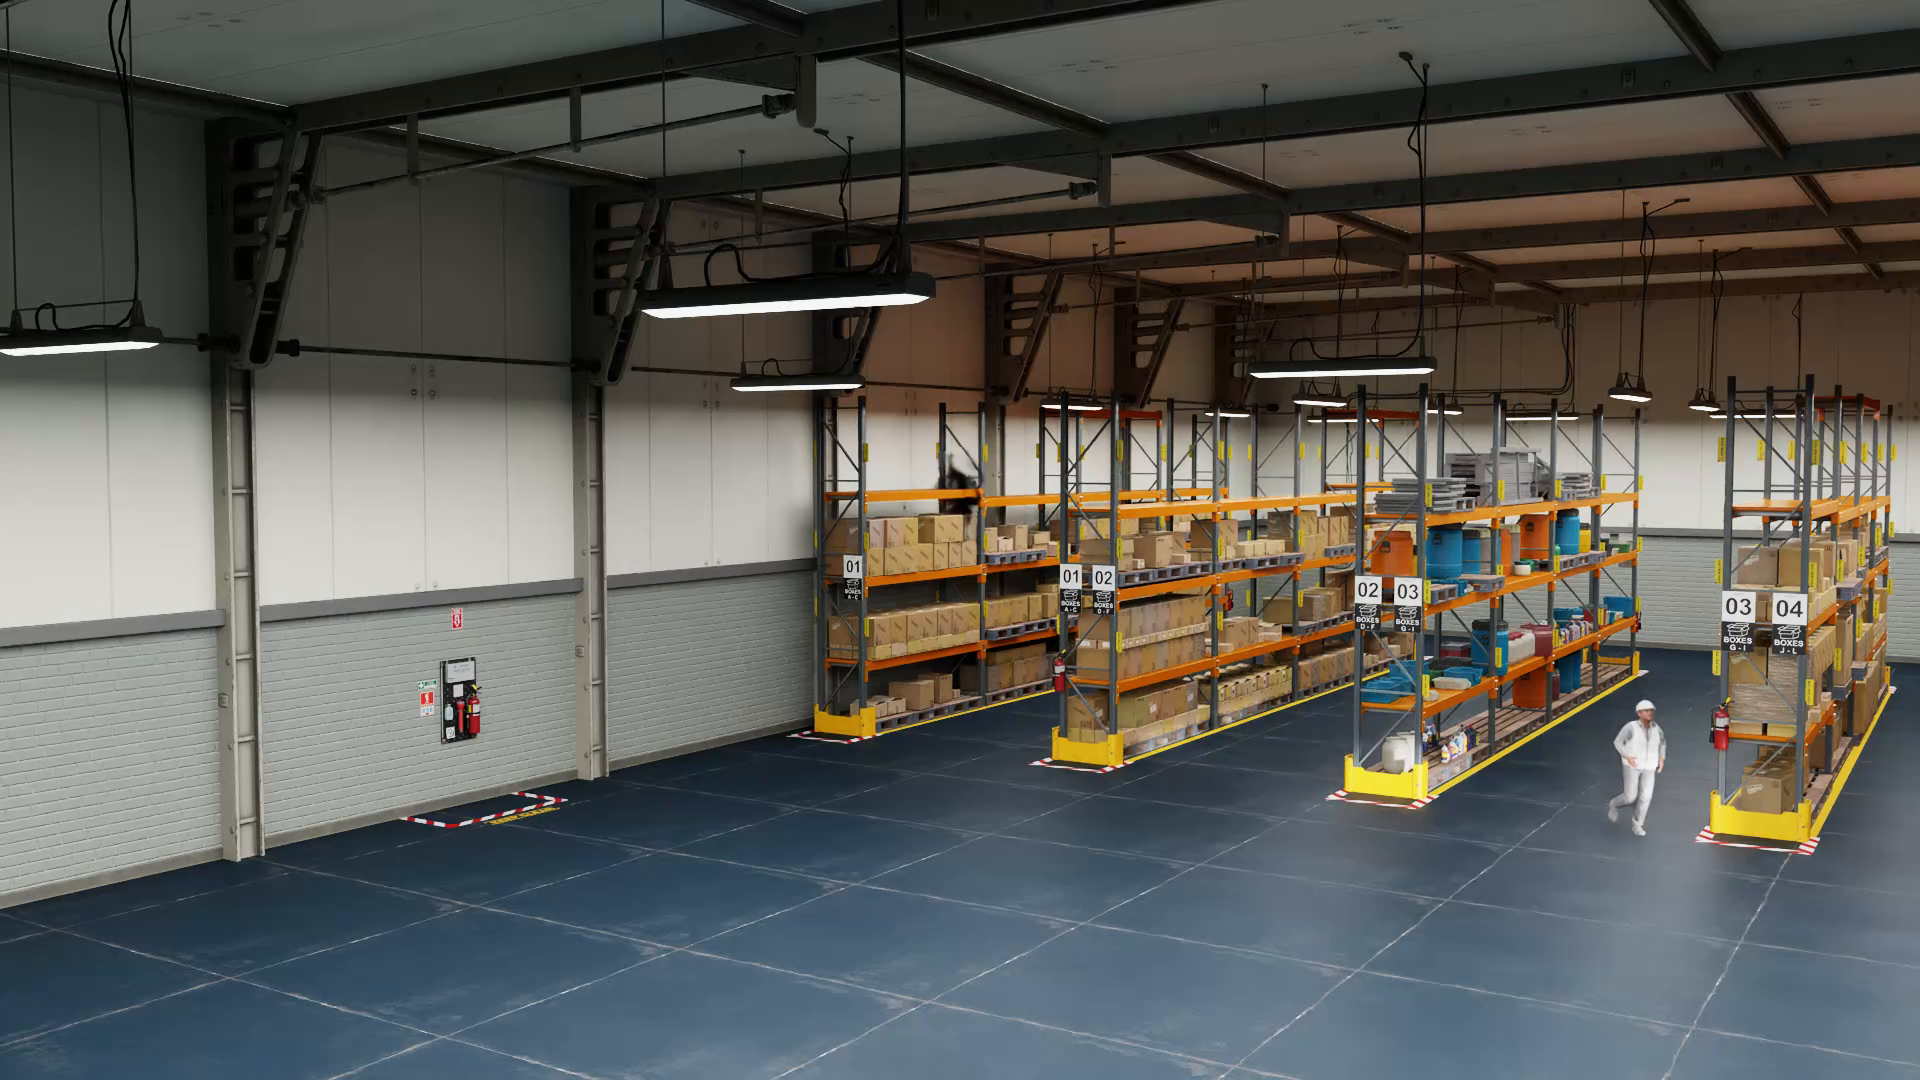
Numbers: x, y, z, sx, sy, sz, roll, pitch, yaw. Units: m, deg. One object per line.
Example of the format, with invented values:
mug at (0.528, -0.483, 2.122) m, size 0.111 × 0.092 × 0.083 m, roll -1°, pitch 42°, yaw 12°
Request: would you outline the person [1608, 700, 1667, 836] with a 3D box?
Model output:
person at (9.013, 2.985, 22.003) m, size 0.718 × 1.743 × 0.692 m, roll 0°, pitch 3°, yaw -3°
